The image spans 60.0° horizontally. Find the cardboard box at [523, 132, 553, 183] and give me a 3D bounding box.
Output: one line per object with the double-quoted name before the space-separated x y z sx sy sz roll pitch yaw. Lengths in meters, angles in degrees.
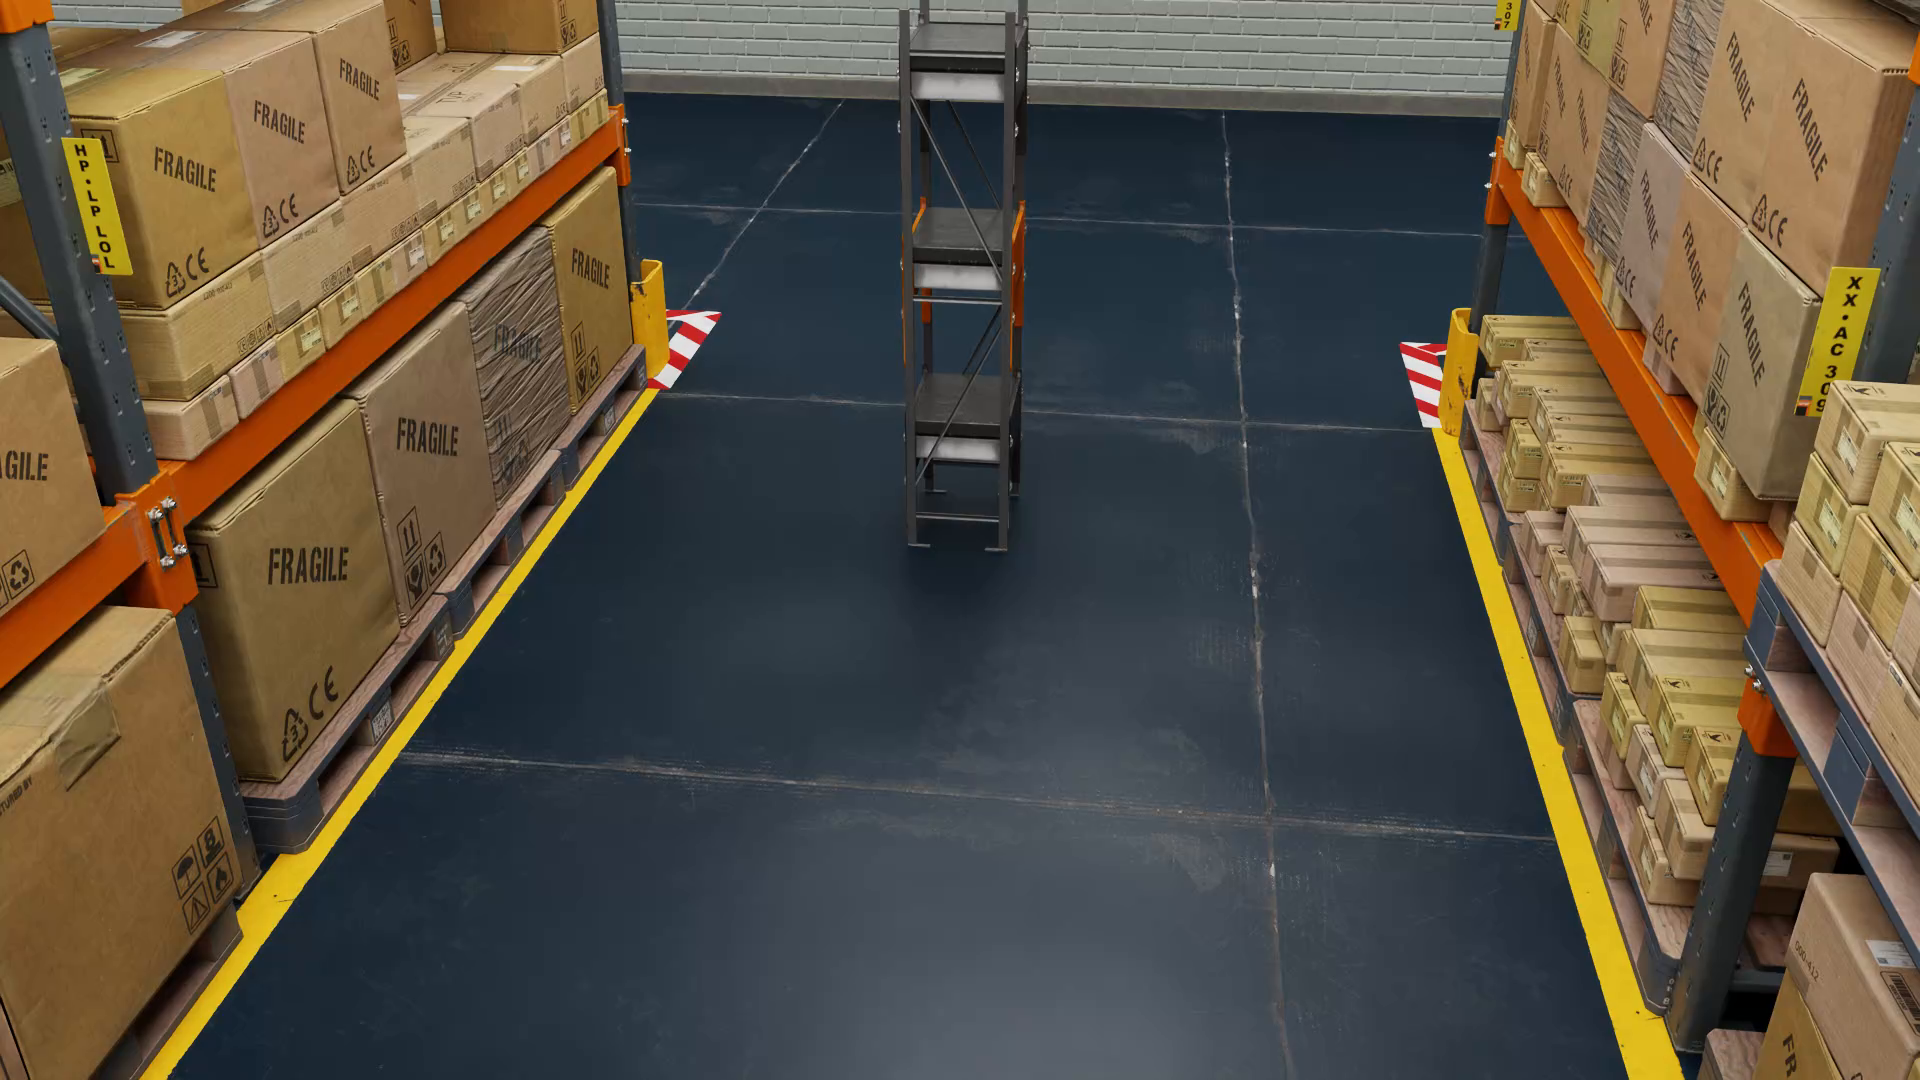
"cardboard box" -1.883 -1.557 6.743 0.380 0.149 0.250 4 29 7

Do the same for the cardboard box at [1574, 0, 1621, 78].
"cardboard box" 2.378 -1.815 5.484 0.500 0.500 0.500 3 28 5

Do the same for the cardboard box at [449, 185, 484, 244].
"cardboard box" -1.977 -1.196 6.073 0.380 0.149 0.250 4 29 7

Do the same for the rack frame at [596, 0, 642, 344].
"rack frame" -2.072 -2.213 7.696 1.000 3.000 0.127 3 28 6

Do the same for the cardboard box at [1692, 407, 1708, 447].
"cardboard box" 2.166 -0.282 4.376 0.380 0.149 0.250 4 29 8

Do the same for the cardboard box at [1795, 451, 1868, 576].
"cardboard box" 1.843 -0.041 3.172 0.380 0.149 0.250 4 29 7

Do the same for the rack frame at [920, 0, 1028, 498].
"rack frame" 0.050 -1.117 6.610 0.400 2.100 0.015 3 28 6

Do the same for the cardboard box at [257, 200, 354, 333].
"cardboard box" -2.179 -0.835 4.982 0.500 0.250 0.500 3 28 6

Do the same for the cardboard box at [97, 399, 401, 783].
"cardboard box" -2.402 0.114 5.173 0.875 0.875 0.875 3 28 6

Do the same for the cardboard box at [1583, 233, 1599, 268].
"cardboard box" 2.385 -1.017 5.740 0.380 0.149 0.250 3 28 5

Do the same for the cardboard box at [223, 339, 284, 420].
"cardboard box" -2.164 -0.463 4.712 0.380 0.149 0.250 2 28 5

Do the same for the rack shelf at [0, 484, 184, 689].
"rack shelf" -2.808 0.928 2.624 1.077 0.370 4.000 3 28 6

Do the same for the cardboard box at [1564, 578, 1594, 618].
"cardboard box" 2.283 0.265 5.658 0.380 0.149 0.250 4 29 7

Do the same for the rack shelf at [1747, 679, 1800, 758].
"rack shelf" 2.103 1.264 2.001 1.077 0.370 4.000 3 28 6

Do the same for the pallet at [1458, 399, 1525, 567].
"pallet" 2.694 -0.234 6.961 1.003 0.211 1.213 3 28 6

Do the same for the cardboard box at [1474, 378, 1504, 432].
"cardboard box" 2.456 -0.579 7.226 0.380 0.149 0.250 4 29 7

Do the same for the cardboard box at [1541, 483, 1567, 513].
"cardboard box" 2.410 -0.216 6.237 0.380 0.149 0.250 2 28 4

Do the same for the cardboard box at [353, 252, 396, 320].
"cardboard box" -2.071 -0.832 5.396 0.380 0.149 0.250 3 28 5

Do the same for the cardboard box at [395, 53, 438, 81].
"cardboard box" -2.456 -1.823 6.815 0.500 0.250 0.500 3 28 6

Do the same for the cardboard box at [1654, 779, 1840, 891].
"cardboard box" 2.071 0.778 4.393 0.380 0.149 0.250 4 29 7

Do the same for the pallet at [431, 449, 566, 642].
"pallet" -2.245 -0.032 6.587 1.003 0.211 1.213 3 28 6

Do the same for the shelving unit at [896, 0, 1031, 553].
"shelving unit" 0.020 -1.002 6.397 0.431 2.100 0.503 3 28 6

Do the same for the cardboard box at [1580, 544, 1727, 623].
"cardboard box" 2.199 0.140 5.262 0.380 0.149 0.250 2 28 4

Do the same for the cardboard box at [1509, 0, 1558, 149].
"cardboard box" 2.509 -1.857 6.616 0.500 0.500 0.500 5 29 9

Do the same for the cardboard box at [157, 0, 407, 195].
"cardboard box" -2.123 -1.413 5.263 0.500 0.500 0.500 2 28 5

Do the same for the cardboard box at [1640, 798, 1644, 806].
"cardboard box" 2.172 0.754 4.751 0.380 0.149 0.250 4 29 8

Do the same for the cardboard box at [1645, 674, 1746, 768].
"cardboard box" 2.125 0.509 4.579 0.380 0.149 0.250 4 29 7

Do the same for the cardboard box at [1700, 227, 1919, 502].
"cardboard box" 2.127 -0.414 3.936 0.500 0.500 0.500 3 28 6

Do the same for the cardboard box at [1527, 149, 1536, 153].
"cardboard box" 2.483 -1.511 6.657 0.380 0.149 0.250 4 29 8

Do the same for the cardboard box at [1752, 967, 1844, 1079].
"cardboard box" 1.994 1.253 3.454 0.500 0.500 0.500 4 29 8

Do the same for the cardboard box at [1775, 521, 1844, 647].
"cardboard box" 1.843 0.090 3.243 0.380 0.149 0.250 2 28 4

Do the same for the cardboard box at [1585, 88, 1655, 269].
"cardboard box" 2.339 -1.134 5.273 0.500 0.500 0.500 3 28 5

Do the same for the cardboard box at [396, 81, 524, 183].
"cardboard box" -1.993 -1.556 6.321 0.500 0.250 0.500 2 28 4

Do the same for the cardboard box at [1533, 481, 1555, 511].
"cardboard box" 2.405 -0.094 6.326 0.380 0.149 0.250 3 29 6

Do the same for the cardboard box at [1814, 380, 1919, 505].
"cardboard box" 1.843 -0.172 3.102 0.380 0.149 0.250 5 29 9

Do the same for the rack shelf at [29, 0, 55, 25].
"rack shelf" -2.317 -2.276 5.407 1.077 0.370 4.000 3 28 6

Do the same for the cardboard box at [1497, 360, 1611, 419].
"cardboard box" 2.364 -0.594 6.626 0.380 0.149 0.250 3 28 6

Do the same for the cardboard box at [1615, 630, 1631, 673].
"cardboard box" 2.235 0.410 5.075 0.380 0.149 0.250 4 29 7

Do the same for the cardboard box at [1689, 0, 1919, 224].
"cardboard box" 2.195 -1.090 4.138 0.500 0.500 0.500 2 28 5

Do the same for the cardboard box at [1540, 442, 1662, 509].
"cardboard box" 2.295 -0.222 5.935 0.380 0.149 0.250 4 29 7

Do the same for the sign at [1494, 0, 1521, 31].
"sign" 2.299 -2.290 6.925 0.100 0.325 0.005 3 28 6

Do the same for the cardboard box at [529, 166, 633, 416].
"cardboard box" -2.071 -1.157 7.532 0.875 0.875 0.875 3 28 6

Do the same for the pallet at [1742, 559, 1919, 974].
"pallet" 2.110 0.441 2.971 1.003 0.211 1.213 3 28 6

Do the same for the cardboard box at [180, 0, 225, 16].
"cardboard box" -2.518 -1.919 6.202 0.500 0.500 0.500 3 28 5

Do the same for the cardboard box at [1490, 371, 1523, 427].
"cardboard box" 2.429 -0.581 6.915 0.380 0.149 0.250 3 28 6

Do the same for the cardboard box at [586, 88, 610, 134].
"cardboard box" -1.789 -1.916 7.409 0.380 0.149 0.250 4 29 7

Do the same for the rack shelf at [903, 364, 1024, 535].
"rack shelf" 0.020 -0.374 6.735 0.431 0.518 0.480 3 28 6

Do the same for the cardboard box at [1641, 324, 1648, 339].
"cardboard box" 2.310 -0.648 5.055 0.380 0.149 0.250 3 28 5
